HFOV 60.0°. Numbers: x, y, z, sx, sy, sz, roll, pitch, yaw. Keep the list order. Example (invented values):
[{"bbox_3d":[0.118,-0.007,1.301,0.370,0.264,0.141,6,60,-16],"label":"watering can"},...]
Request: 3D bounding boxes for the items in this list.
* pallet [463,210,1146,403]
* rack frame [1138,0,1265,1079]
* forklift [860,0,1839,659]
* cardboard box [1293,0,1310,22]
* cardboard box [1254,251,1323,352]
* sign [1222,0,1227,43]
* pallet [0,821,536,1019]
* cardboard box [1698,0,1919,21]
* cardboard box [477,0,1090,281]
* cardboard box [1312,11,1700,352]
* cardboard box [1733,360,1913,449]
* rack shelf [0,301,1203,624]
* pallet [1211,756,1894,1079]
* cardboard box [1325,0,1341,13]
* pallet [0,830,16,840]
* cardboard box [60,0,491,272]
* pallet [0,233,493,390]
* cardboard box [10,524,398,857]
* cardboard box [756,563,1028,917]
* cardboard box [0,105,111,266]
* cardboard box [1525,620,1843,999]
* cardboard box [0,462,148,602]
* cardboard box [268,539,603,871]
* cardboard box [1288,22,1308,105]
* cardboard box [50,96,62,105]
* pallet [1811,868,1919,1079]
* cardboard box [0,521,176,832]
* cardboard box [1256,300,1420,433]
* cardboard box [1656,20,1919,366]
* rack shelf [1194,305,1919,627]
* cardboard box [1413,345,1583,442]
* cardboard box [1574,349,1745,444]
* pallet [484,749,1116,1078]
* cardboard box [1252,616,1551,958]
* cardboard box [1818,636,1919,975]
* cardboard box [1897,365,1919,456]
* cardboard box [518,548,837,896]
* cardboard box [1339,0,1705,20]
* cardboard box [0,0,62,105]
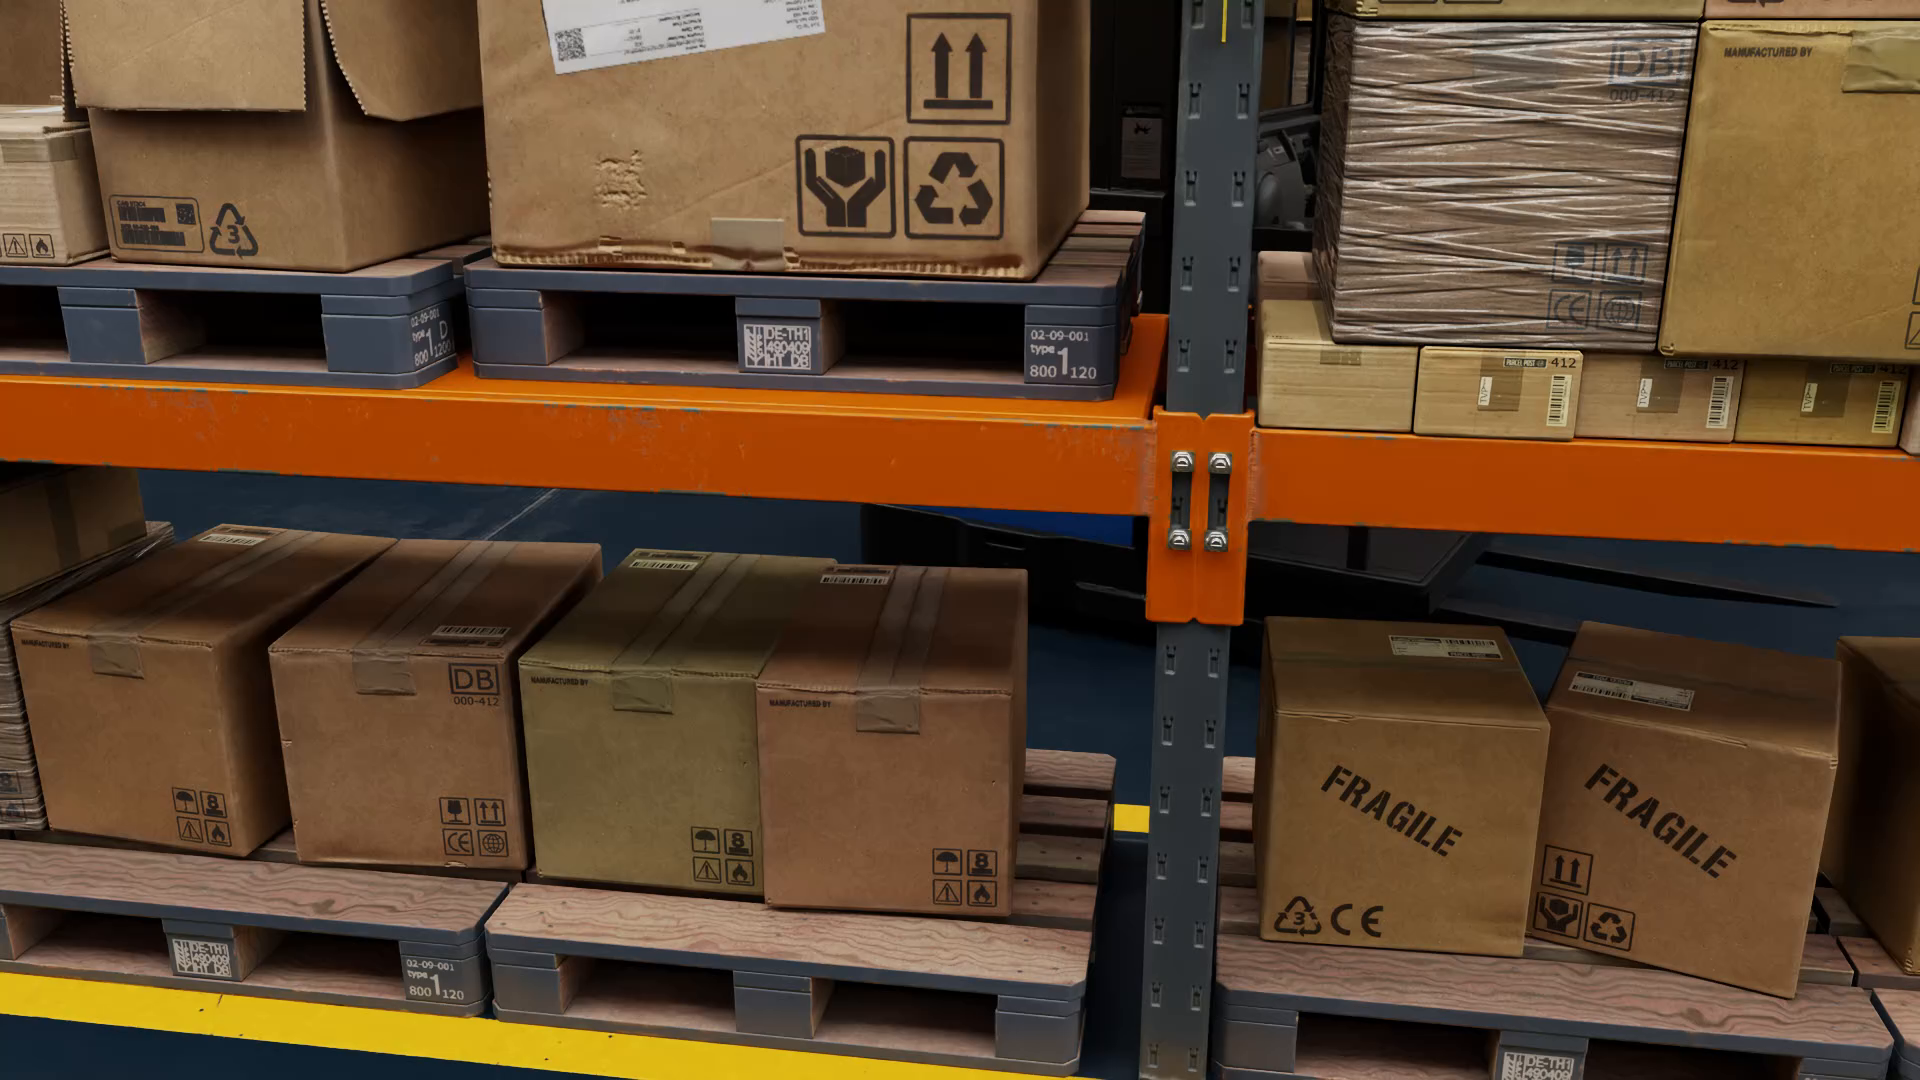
[{"bbox_3d":[-0.248,-0.526,3.450,1.213,0.211,1.003,3,19,9],"label":"pallet"},{"bbox_3d":[0.483,-0.533,3.168,0.127,3.000,1.000,3,19,9],"label":"rack frame"},{"bbox_3d":[1.189,-1.142,5.096,3.031,2.935,1.130,10,21,28],"label":"forklift"},{"bbox_3d":[1.729,-2.635,7.514,0.550,0.550,0.875,3,19,9],"label":"cardboard box"},{"bbox_3d":[0.742,-0.495,3.451,0.250,0.149,0.380,3,19,9],"label":"cardboard box"},{"bbox_3d":[0.399,-0.908,2.464,0.005,0.325,0.100,3,19,9],"label":"sign"},{"bbox_3d":[-1.494,0.690,3.908,1.213,0.211,1.003,3,19,9],"label":"pallet"},{"bbox_3d":[1.381,-1.068,2.567,0.500,0.500,0.500,3,19,9],"label":"cardboard box"},{"bbox_3d":[-0.279,-1.100,3.257,1.000,1.000,1.000,3,19,9],"label":"cardboard box"},{"bbox_3d":[0.918,-0.679,2.979,0.500,0.500,0.875,3,19,9],"label":"cardboard box"},{"bbox_3d":[1.392,-0.278,2.804,0.250,0.149,0.380,3,19,9],"label":"cardboard box"},{"bbox_3d":[-1.491,-0.292,3.583,4.000,0.370,1.077,3,19,9],"label":"rack shelf"},{"bbox_3d":[1.152,0.812,3.543,1.213,0.211,1.003,3,19,9],"label":"pallet"},{"bbox_3d":[0.971,-1.259,3.136,0.500,0.500,0.500,3,19,9],"label":"cardboard box"},{"bbox_3d":[-2.695,0.628,4.093,1.213,0.211,1.003,3,19,9],"label":"pallet"},{"bbox_3d":[-1.243,-0.839,3.259,0.637,0.503,0.797,5,19,14],"label":"cardboard box"},{"bbox_3d":[-1.505,-0.556,3.541,1.213,0.211,1.003,3,19,9],"label":"pallet"},{"bbox_3d":[-1.691,0.320,3.864,0.500,0.500,0.700,5,19,13],"label":"cardboard box"},{"bbox_3d":[-0.119,0.406,3.607,0.500,0.500,0.700,1,19,4],"label":"cardboard box"},{"bbox_3d":[-1.848,-0.706,3.259,0.500,0.250,0.500,2,19,7],"label":"cardboard box"},{"bbox_3d":[1.439,0.513,3.321,0.500,0.500,0.500,9,21,26],"label":"cardboard box"},{"bbox_3d":[-2.274,-0.065,3.835,0.500,0.250,0.500,5,19,15],"label":"cardboard box"},{"bbox_3d":[-1.140,0.348,3.781,0.500,0.500,0.700,1,19,4],"label":"cardboard box"},{"bbox_3d":[1.736,-2.138,7.729,0.550,0.550,0.875,3,19,9],"label":"cardboard box"},{"bbox_3d":[-1.777,-0.870,3.726,0.258,0.266,0.396,2,19,7],"label":"cardboard box"},{"bbox_3d":[2.360,0.873,3.361,1.213,0.211,1.003,3,19,9],"label":"pallet"},{"bbox_3d":[-2.252,0.294,3.943,0.500,0.500,0.700,1,19,4],"label":"cardboard box"},{"bbox_3d":[0.648,-0.309,2.894,0.250,0.149,0.380,3,19,9],"label":"cardboard box"},{"bbox_3d":[1.406,-0.643,2.871,0.500,0.500,0.875,3,19,9],"label":"cardboard box"},{"bbox_3d":[2.458,-0.091,2.981,4.000,0.370,1.077,3,19,9],"label":"rack shelf"},{"bbox_3d":[0.893,-0.292,2.844,0.250,0.149,0.380,3,19,9],"label":"cardboard box"},{"bbox_3d":[1.144,-0.288,2.832,0.250,0.149,0.380,3,19,9],"label":"cardboard box"},{"bbox_3d":[-0.286,0.751,3.726,1.213,0.211,1.003,3,19,9],"label":"pallet"},{"bbox_3d":[0.872,0.486,3.400,0.500,0.500,0.500,2,19,7],"label":"cardboard box"},{"bbox_3d":[2.064,0.519,3.302,0.500,0.500,0.500,1,19,4],"label":"cardboard box"},{"bbox_3d":[1.633,-0.253,2.728,0.250,0.149,0.380,3,19,9],"label":"cardboard box"},{"bbox_3d":[-0.587,0.376,3.697,0.500,0.500,0.700,3,19,8],"label":"cardboard box"},{"bbox_3d":[0.887,-1.093,2.641,0.500,0.500,0.500,3,19,9],"label":"cardboard box"},{"bbox_3d":[-2.359,-0.969,3.653,0.500,0.500,0.700,6,19,17],"label":"cardboard box"}]
